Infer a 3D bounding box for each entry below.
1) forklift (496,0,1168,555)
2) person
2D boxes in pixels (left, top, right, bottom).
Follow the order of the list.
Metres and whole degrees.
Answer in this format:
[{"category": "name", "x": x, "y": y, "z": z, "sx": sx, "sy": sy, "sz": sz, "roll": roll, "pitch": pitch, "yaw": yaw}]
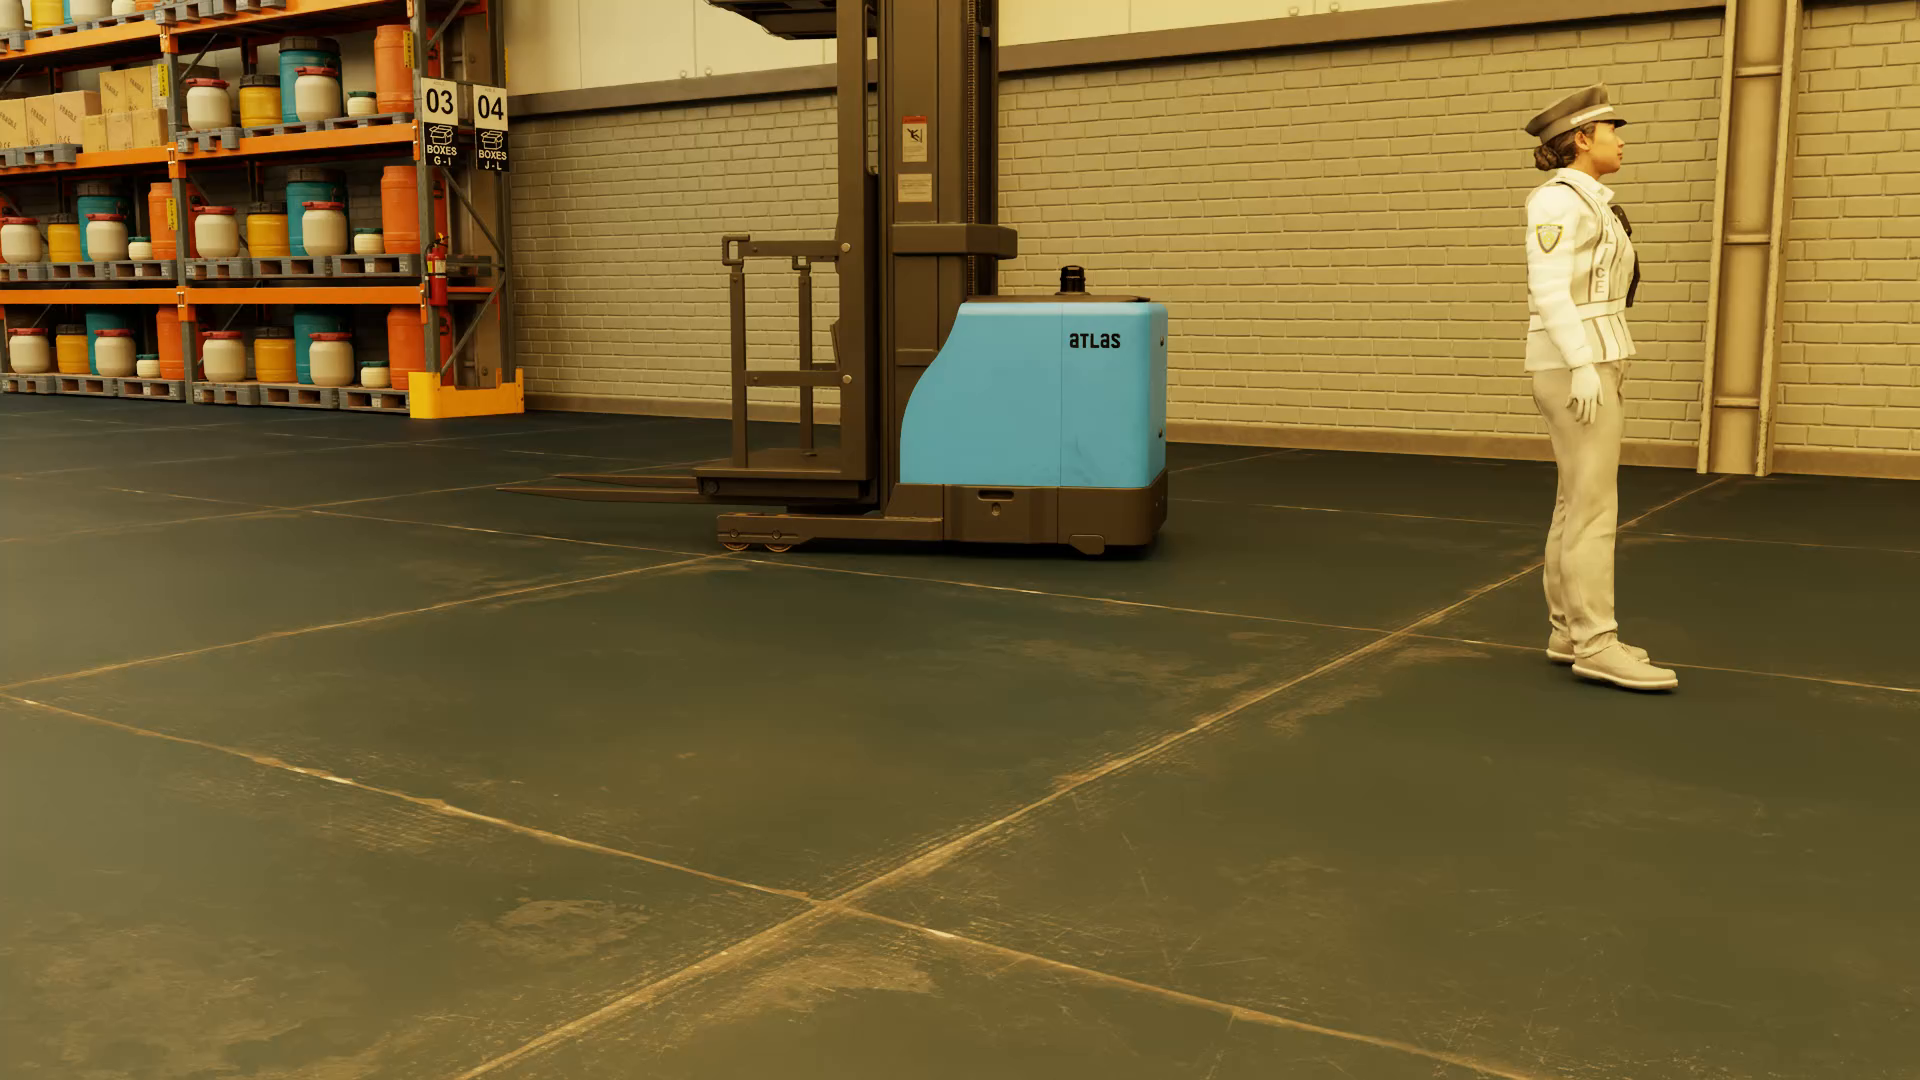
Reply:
[{"category": "forklift", "x": -0.596, "y": -1.469, "z": 7.520, "sx": 3.031, "sy": 2.935, "sz": 1.130, "roll": 2, "pitch": 8, "yaw": 12}, {"category": "person", "x": 1.874, "y": -0.468, "z": 4.823, "sx": 0.533, "sy": 1.696, "sz": 0.588, "roll": 5, "pitch": 9, "yaw": 30}]
